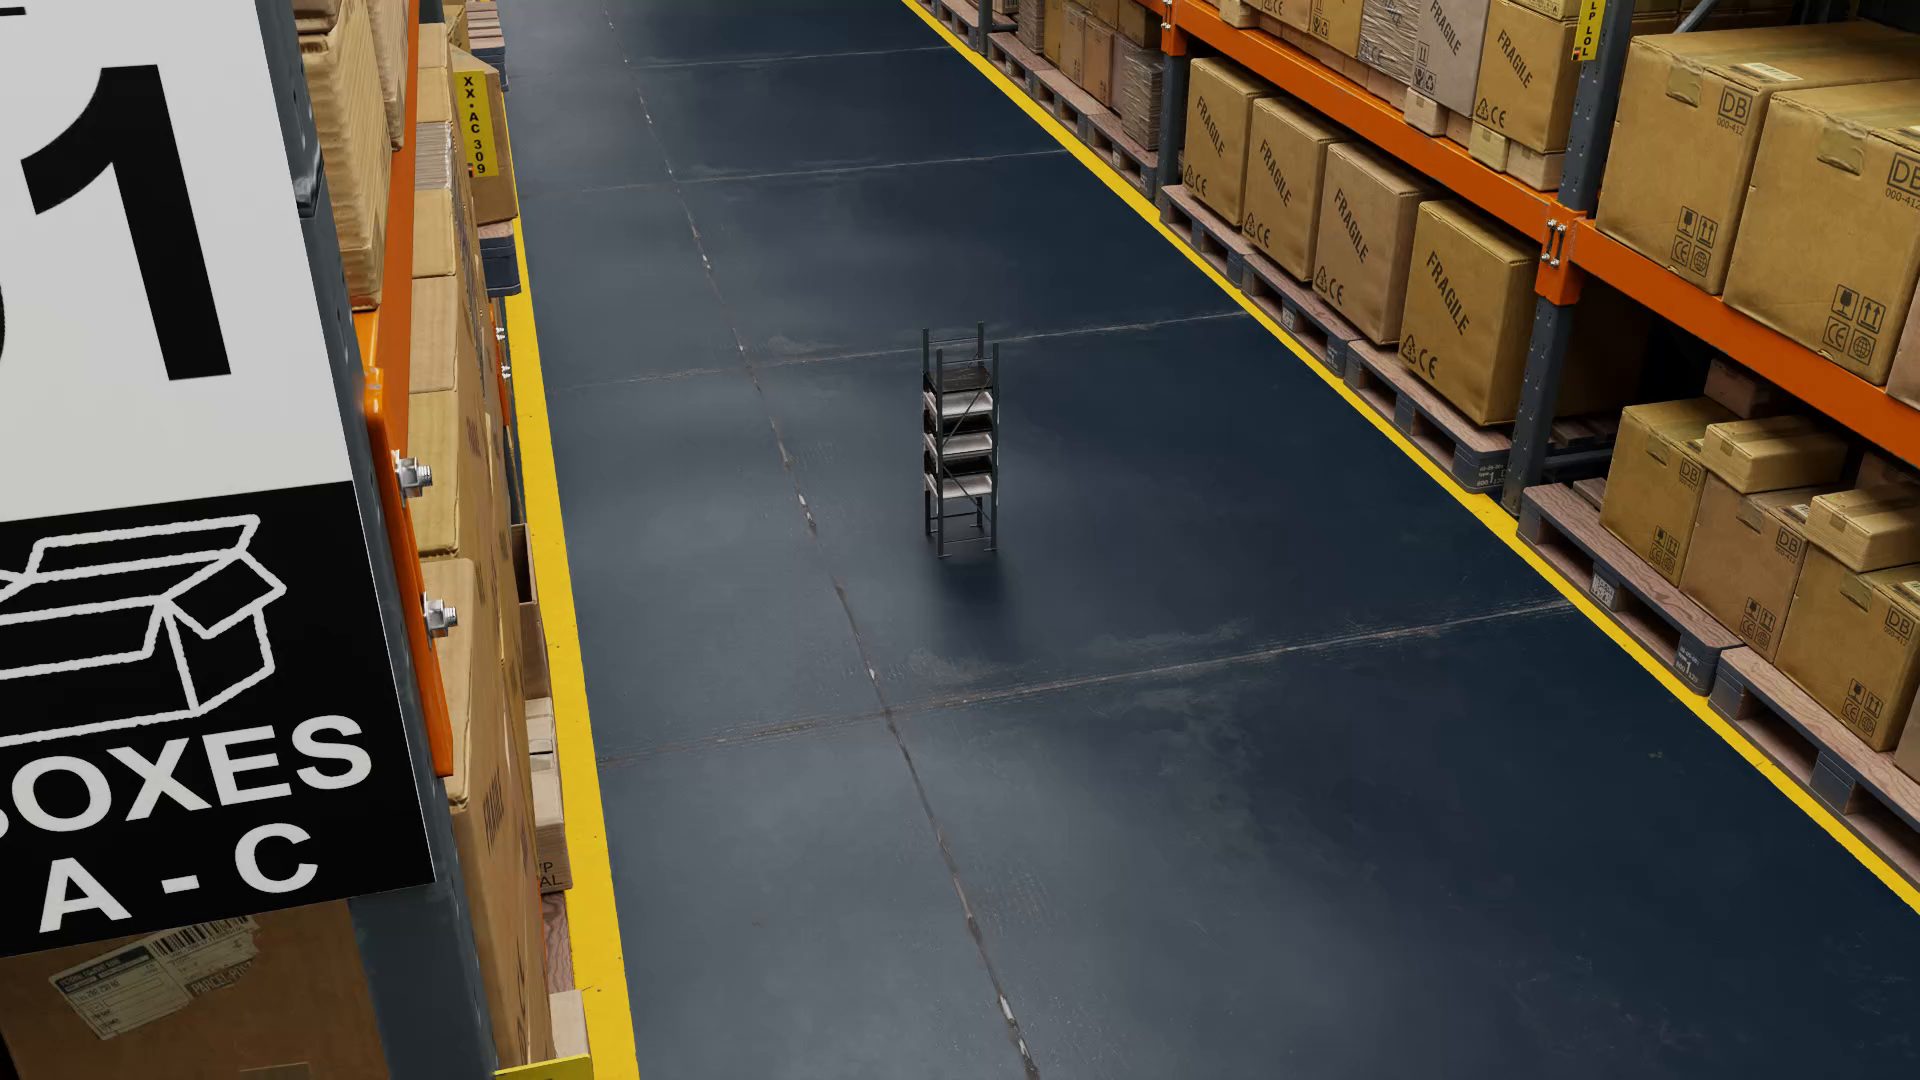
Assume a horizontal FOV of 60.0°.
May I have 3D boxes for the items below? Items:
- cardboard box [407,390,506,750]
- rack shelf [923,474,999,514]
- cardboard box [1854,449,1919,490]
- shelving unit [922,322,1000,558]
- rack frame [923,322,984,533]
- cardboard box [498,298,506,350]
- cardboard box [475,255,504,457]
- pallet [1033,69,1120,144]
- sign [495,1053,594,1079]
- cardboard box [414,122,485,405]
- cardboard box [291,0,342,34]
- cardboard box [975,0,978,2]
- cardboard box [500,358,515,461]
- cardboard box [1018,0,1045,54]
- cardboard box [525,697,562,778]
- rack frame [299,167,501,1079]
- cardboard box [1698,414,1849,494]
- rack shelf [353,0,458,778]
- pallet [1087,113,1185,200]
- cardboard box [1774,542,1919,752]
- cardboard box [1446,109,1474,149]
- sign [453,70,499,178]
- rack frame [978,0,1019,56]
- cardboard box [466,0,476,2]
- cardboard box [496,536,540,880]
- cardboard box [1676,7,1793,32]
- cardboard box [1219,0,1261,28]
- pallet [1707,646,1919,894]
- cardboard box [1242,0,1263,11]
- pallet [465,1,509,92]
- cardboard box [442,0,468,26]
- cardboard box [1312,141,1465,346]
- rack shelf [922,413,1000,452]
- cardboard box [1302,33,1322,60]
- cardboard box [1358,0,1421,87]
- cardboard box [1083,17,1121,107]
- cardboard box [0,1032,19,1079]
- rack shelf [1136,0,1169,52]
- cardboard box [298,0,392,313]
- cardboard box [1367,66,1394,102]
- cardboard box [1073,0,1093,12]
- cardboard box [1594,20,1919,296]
[{"bbox_3d":[-0.953,0.135,2.425,0.500,0.500,0.500,-8,31,-13],"label":"cardboard box"},{"bbox_3d":[0.002,-0.201,6.625,0.258,0.077,0.200,-8,31,-13],"label":"rack shelf"},{"bbox_3d":[3.234,-0.202,5.533,0.380,0.149,0.250,-9,31,-15],"label":"cardboard box"},{"bbox_3d":[0.002,-0.386,6.518,0.258,0.900,0.210,-8,31,-13],"label":"shelving unit"},{"bbox_3d":[-0.025,-0.435,6.603,0.240,0.900,0.006,-8,31,-13],"label":"rack frame"},{"bbox_3d":[-2.456,-1.190,7.868,0.500,0.500,0.500,-9,31,-15],"label":"cardboard box"},{"bbox_3d":[-1.487,-0.407,4.360,0.500,0.500,0.500,-7,31,-12],"label":"cardboard box"},{"bbox_3d":[1.182,-3.172,12.019,1.003,0.211,1.213,-8,31,-13],"label":"pallet"},{"bbox_3d":[-0.421,0.665,1.743,0.100,0.325,0.005,-8,31,-13],"label":"sign"},{"bbox_3d":[-1.350,-0.596,3.687,0.500,0.500,0.500,-8,31,-13],"label":"cardboard box"},{"bbox_3d":[-0.829,-0.621,1.485,0.500,0.250,0.500,-8,31,-13],"label":"cardboard box"},{"bbox_3d":[0.332,-4.949,14.362,0.500,0.500,0.500,-10,32,-17],"label":"cardboard box"},{"bbox_3d":[-2.051,-0.451,6.591,0.500,0.500,0.500,-7,31,-13],"label":"cardboard box"},{"bbox_3d":[0.858,-4.100,12.895,0.700,0.500,0.500,-7,31,-12],"label":"cardboard box"},{"bbox_3d":[-1.423,0.634,5.067,0.380,0.149,0.250,-8,31,-13],"label":"cardboard box"},{"bbox_3d":[-0.944,1.112,1.835,1.000,3.000,0.127,-8,31,-13],"label":"rack frame"},{"bbox_3d":[2.784,-0.297,5.697,0.380,0.149,0.250,-7,31,-12],"label":"cardboard box"},{"bbox_3d":[-1.475,-0.841,2.933,1.077,0.370,4.000,-8,31,-13],"label":"rack shelf"},{"bbox_3d":[1.502,-2.583,11.003,1.003,0.211,1.213,-8,31,-13],"label":"pallet"},{"bbox_3d":[3.133,0.285,5.339,0.700,0.500,0.500,-7,31,-12],"label":"cardboard box"},{"bbox_3d":[2.292,-1.756,7.021,0.380,0.149,0.250,-7,31,-12],"label":"cardboard box"},{"bbox_3d":[-1.484,-1.271,5.087,0.100,0.325,0.005,-8,31,-13],"label":"sign"},{"bbox_3d":[0.646,-5.345,12.989,1.000,3.000,0.127,-8,31,-13],"label":"rack frame"},{"bbox_3d":[-3.745,-3.761,12.019,0.500,0.311,0.500,-8,31,-13],"label":"cardboard box"},{"bbox_3d":[-1.080,0.328,3.090,0.500,0.500,0.500,-8,31,-13],"label":"cardboard box"},{"bbox_3d":[2.890,-1.917,6.651,0.500,0.500,0.500,-9,31,-15],"label":"cardboard box"},{"bbox_3d":[1.619,-2.860,8.928,0.380,0.149,0.250,-7,31,-12],"label":"cardboard box"},{"bbox_3d":[3.223,0.694,5.340,1.003,0.211,1.213,-8,31,-13],"label":"pallet"},{"bbox_3d":[1.720,-3.071,8.644,0.500,0.500,0.500,-7,31,-12],"label":"cardboard box"},{"bbox_3d":[-2.820,-2.351,8.009,1.213,0.211,1.003,-8,31,-13],"label":"pallet"},{"bbox_3d":[-2.791,-2.688,7.881,0.700,0.500,0.500,-19,35,-30],"label":"cardboard box"},{"bbox_3d":[2.233,-1.458,8.001,0.750,0.750,0.750,-7,31,-12],"label":"cardboard box"},{"bbox_3d":[0.002,-0.435,6.489,0.258,0.077,0.200,-8,31,-13],"label":"rack shelf"},{"bbox_3d":[1.940,-2.505,8.314,0.380,0.149,0.250,-7,31,-13],"label":"cardboard box"},{"bbox_3d":[2.134,-2.340,7.381,0.500,0.500,0.500,-8,31,-13],"label":"cardboard box"},{"bbox_3d":[1.283,-3.363,11.621,0.700,0.500,0.500,-8,31,-14],"label":"cardboard box"},{"bbox_3d":[-1.327,0.457,1.868,0.500,0.500,0.500,-8,31,-14],"label":"cardboard box"},{"bbox_3d":[1.177,-4.067,11.501,1.077,0.370,4.000,-8,31,-13],"label":"rack shelf"},{"bbox_3d":[-0.835,-0.404,1.608,0.500,0.250,0.500,-8,31,-13],"label":"cardboard box"},{"bbox_3d":[2.112,-2.126,7.659,0.380,0.149,0.250,-9,31,-15],"label":"cardboard box"},{"bbox_3d":[1.119,-3.961,11.907,0.500,0.250,0.500,-9,31,-15],"label":"cardboard box"},{"bbox_3d":[2.898,-1.346,5.782,0.980,0.700,0.700,-7,31,-13],"label":"cardboard box"}]
